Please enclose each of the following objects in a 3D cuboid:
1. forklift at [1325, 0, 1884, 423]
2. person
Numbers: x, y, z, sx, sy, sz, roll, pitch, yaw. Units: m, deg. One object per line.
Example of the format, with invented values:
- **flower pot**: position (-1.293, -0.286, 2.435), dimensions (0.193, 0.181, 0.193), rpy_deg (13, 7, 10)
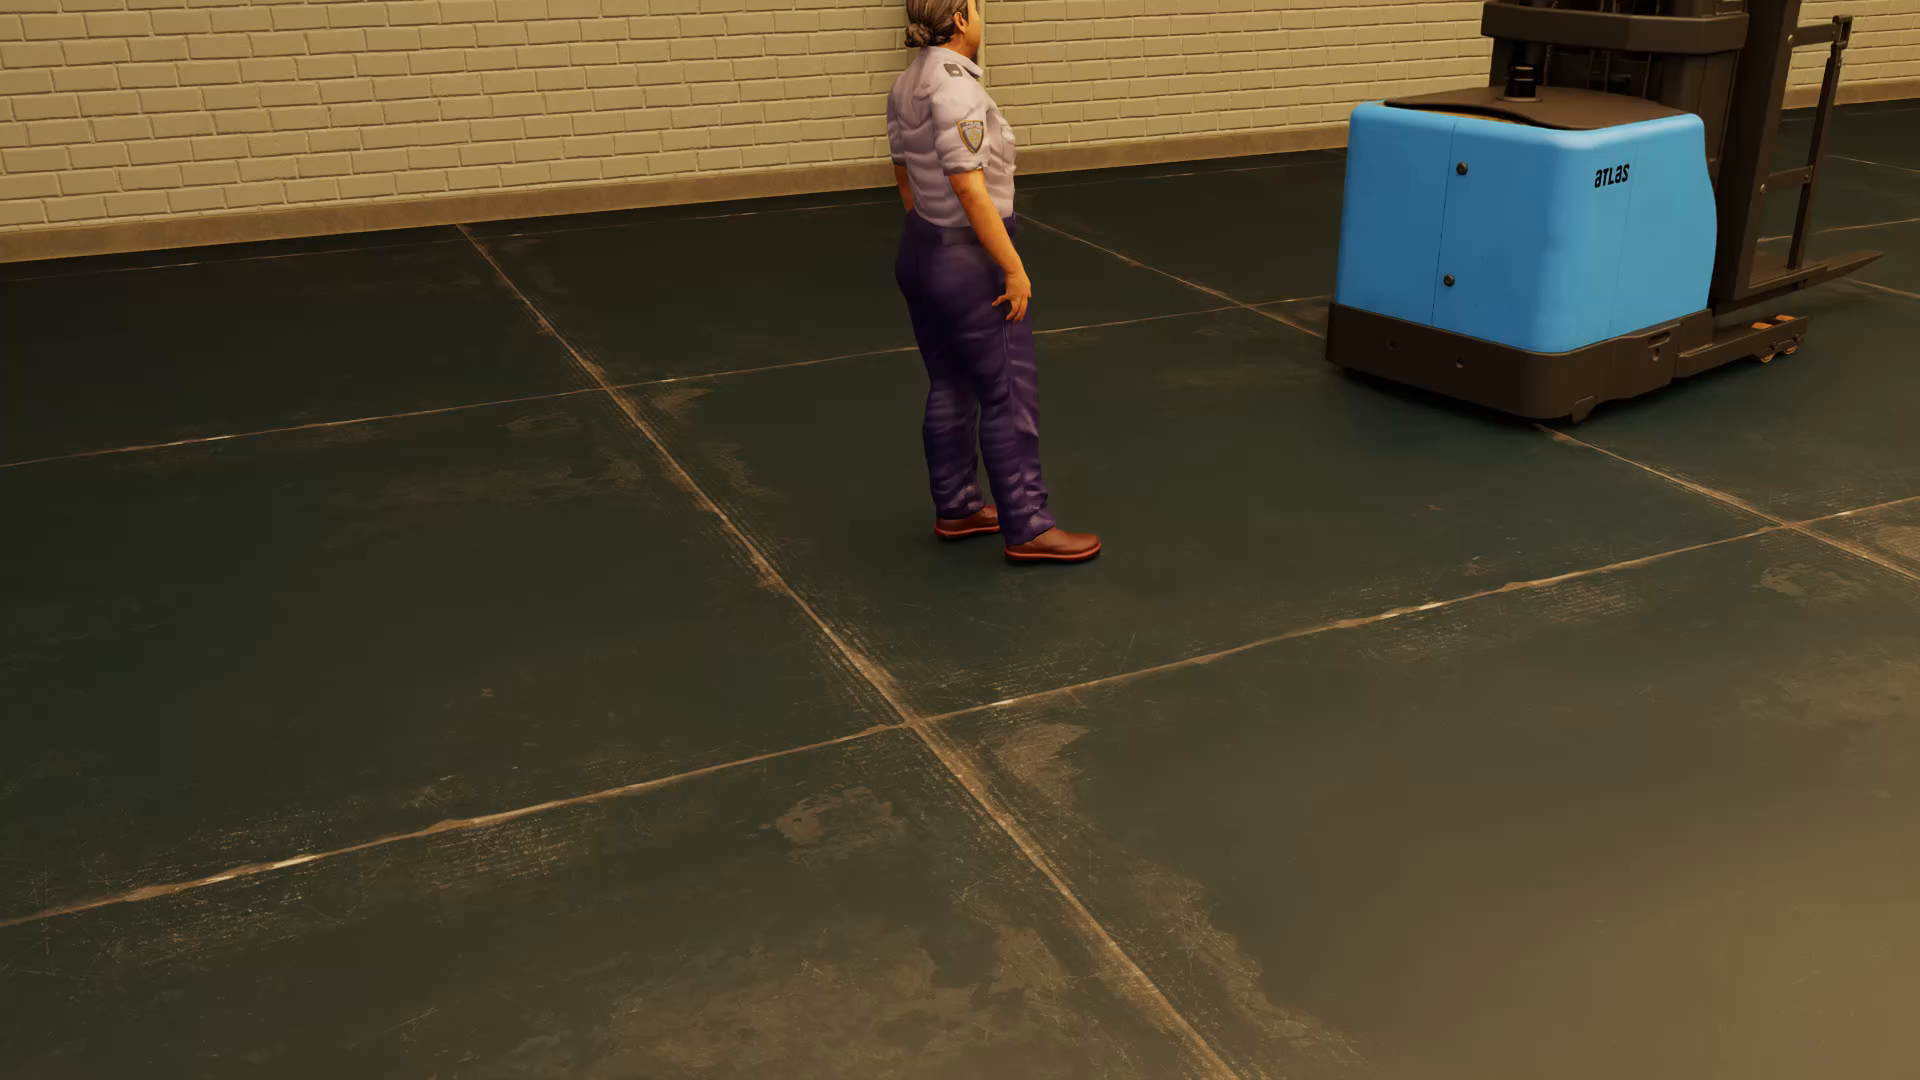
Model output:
- **forklift**: position (2.927, -2.225, 6.641), dimensions (3.031, 2.935, 1.130), rpy_deg (-17, 28, -36)
- **person**: position (0.091, -0.775, 4.803), dimensions (0.503, 1.651, 0.598), rpy_deg (-10, 25, -23)
